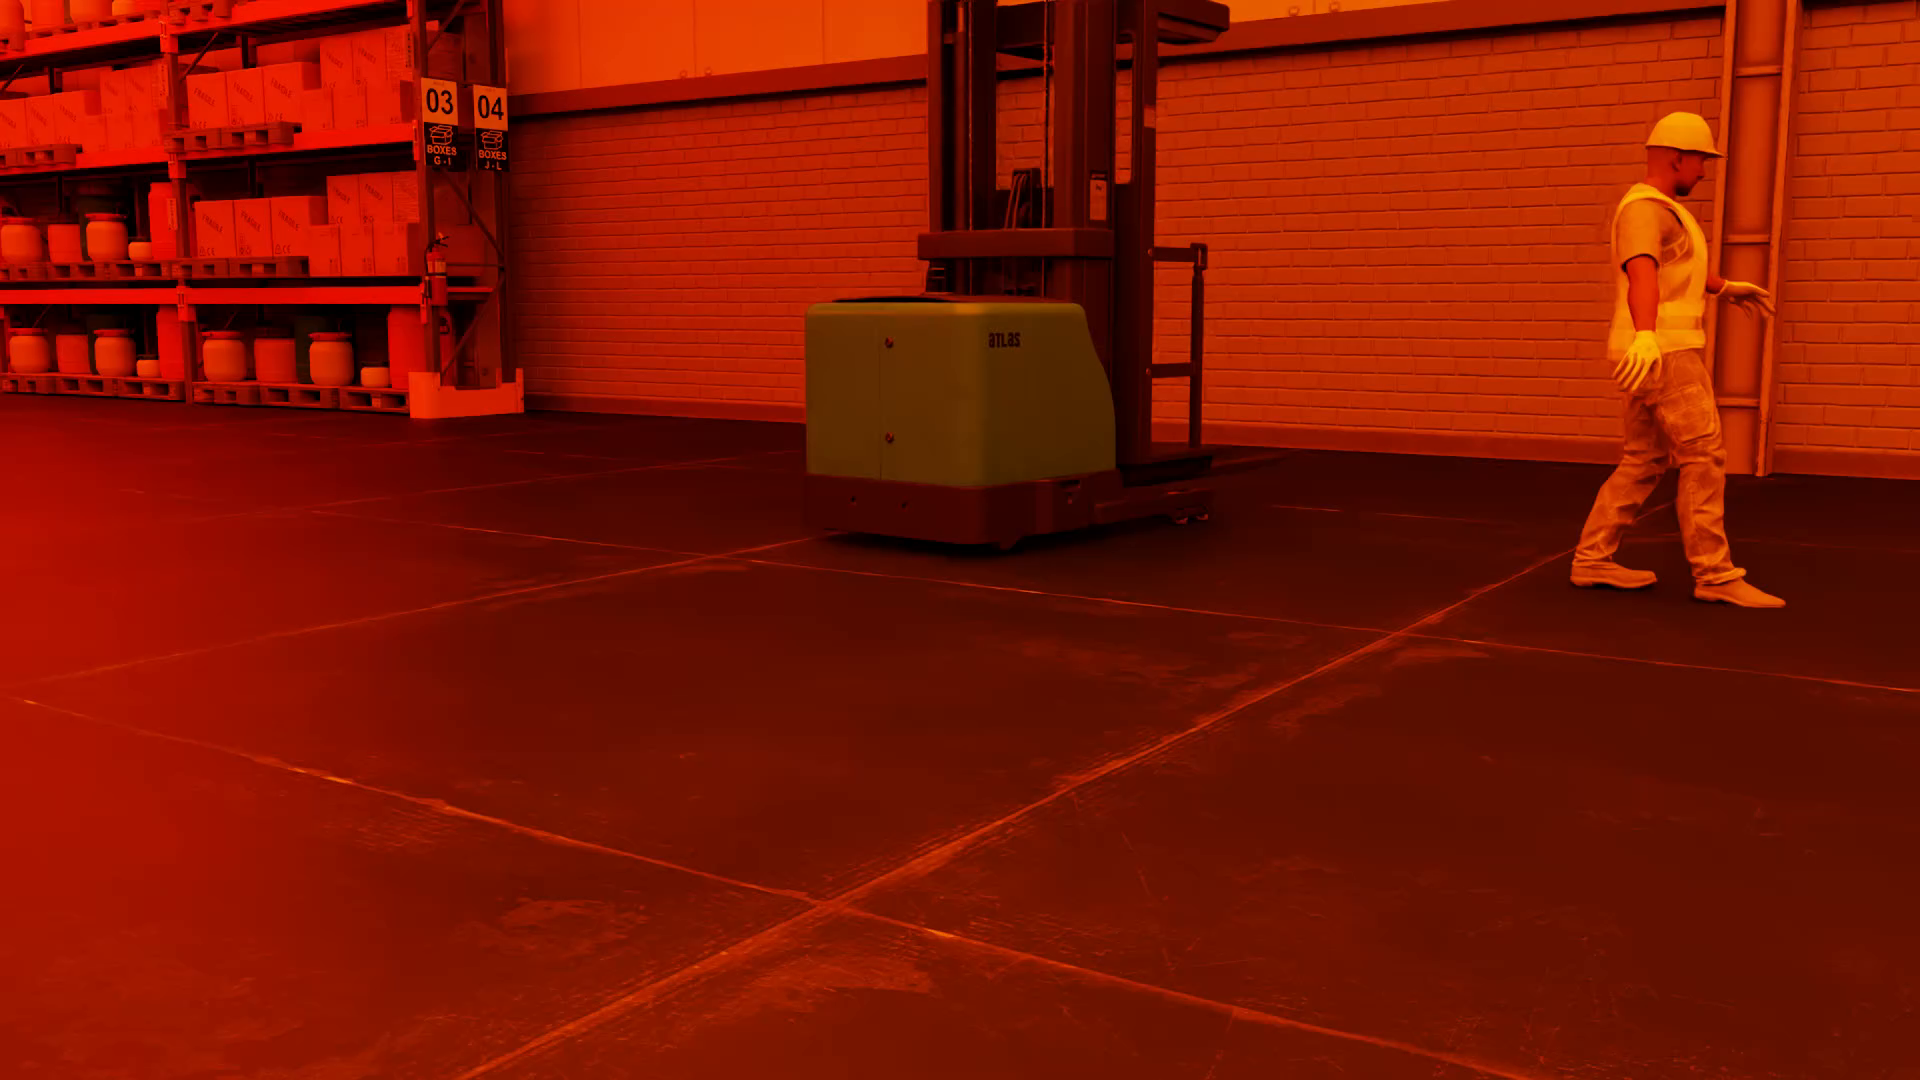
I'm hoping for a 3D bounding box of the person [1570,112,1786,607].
[{"bbox_3d":[2.643,-0.651,6.029,0.725,1.769,1.043,3,9,19],"label":"person"}]

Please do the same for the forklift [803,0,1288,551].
[{"bbox_3d":[0.616,-1.566,8.203,1.130,2.935,3.031,7,10,39],"label":"forklift"}]
